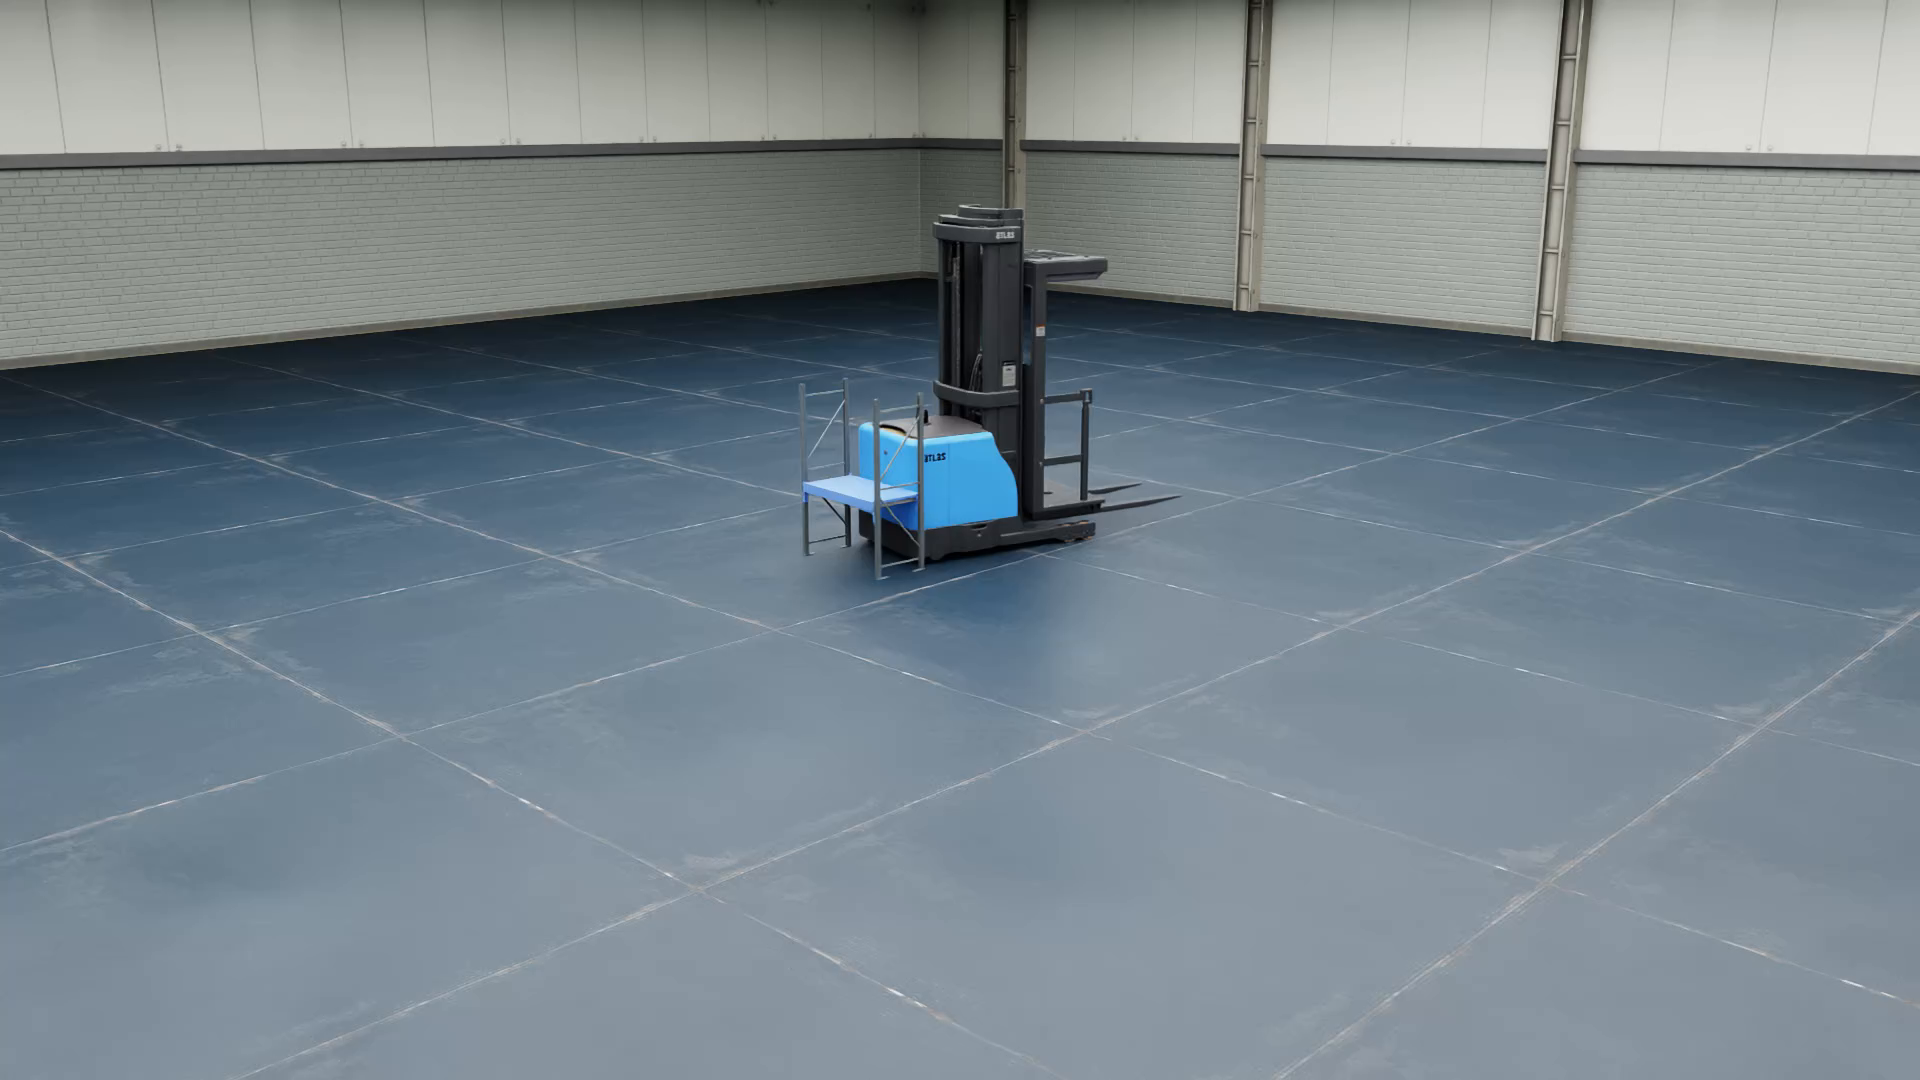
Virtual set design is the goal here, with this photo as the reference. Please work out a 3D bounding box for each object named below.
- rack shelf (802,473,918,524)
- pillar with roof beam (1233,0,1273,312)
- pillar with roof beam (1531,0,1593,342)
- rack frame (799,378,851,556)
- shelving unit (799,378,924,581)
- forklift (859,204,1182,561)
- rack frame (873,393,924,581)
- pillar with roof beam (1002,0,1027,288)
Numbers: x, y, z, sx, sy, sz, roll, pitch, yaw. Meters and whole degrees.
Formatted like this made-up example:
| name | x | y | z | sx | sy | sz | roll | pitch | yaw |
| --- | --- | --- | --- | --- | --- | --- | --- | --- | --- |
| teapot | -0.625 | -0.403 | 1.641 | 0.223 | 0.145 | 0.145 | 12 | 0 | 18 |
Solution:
| name | x | y | z | sx | sy | sz | roll | pitch | yaw |
| --- | --- | --- | --- | --- | --- | --- | --- | --- | --- |
| rack shelf | -0.830 | -0.360 | 14.053 | 0.538 | 0.185 | 1.000 | -12 | 19 | -39 |
| pillar with roof beam | 2.476 | -7.960 | 27.635 | 0.400 | 9.000 | 9.100 | 14 | 20 | 42 |
| pillar with roof beam | 6.795 | -6.910 | 23.605 | 0.400 | 9.000 | 9.100 | 14 | 20 | 42 |
| rack frame | -1.161 | -0.631 | 14.381 | 0.500 | 1.500 | 0.032 | -12 | 19 | -39 |
| shelving unit | -0.830 | -0.534 | 14.007 | 0.538 | 1.500 | 1.048 | -12 | 19 | -39 |
| forklift | 0.627 | -1.498 | 14.867 | 3.031 | 2.935 | 1.130 | -9 | 17 | -30 |
| rack frame | -0.499 | -0.437 | 13.634 | 0.500 | 1.500 | 0.032 | -12 | 19 | -39 |
| pillar with roof beam | -1.843 | -9.010 | 31.665 | 0.400 | 9.000 | 9.100 | 14 | 20 | 42 |
